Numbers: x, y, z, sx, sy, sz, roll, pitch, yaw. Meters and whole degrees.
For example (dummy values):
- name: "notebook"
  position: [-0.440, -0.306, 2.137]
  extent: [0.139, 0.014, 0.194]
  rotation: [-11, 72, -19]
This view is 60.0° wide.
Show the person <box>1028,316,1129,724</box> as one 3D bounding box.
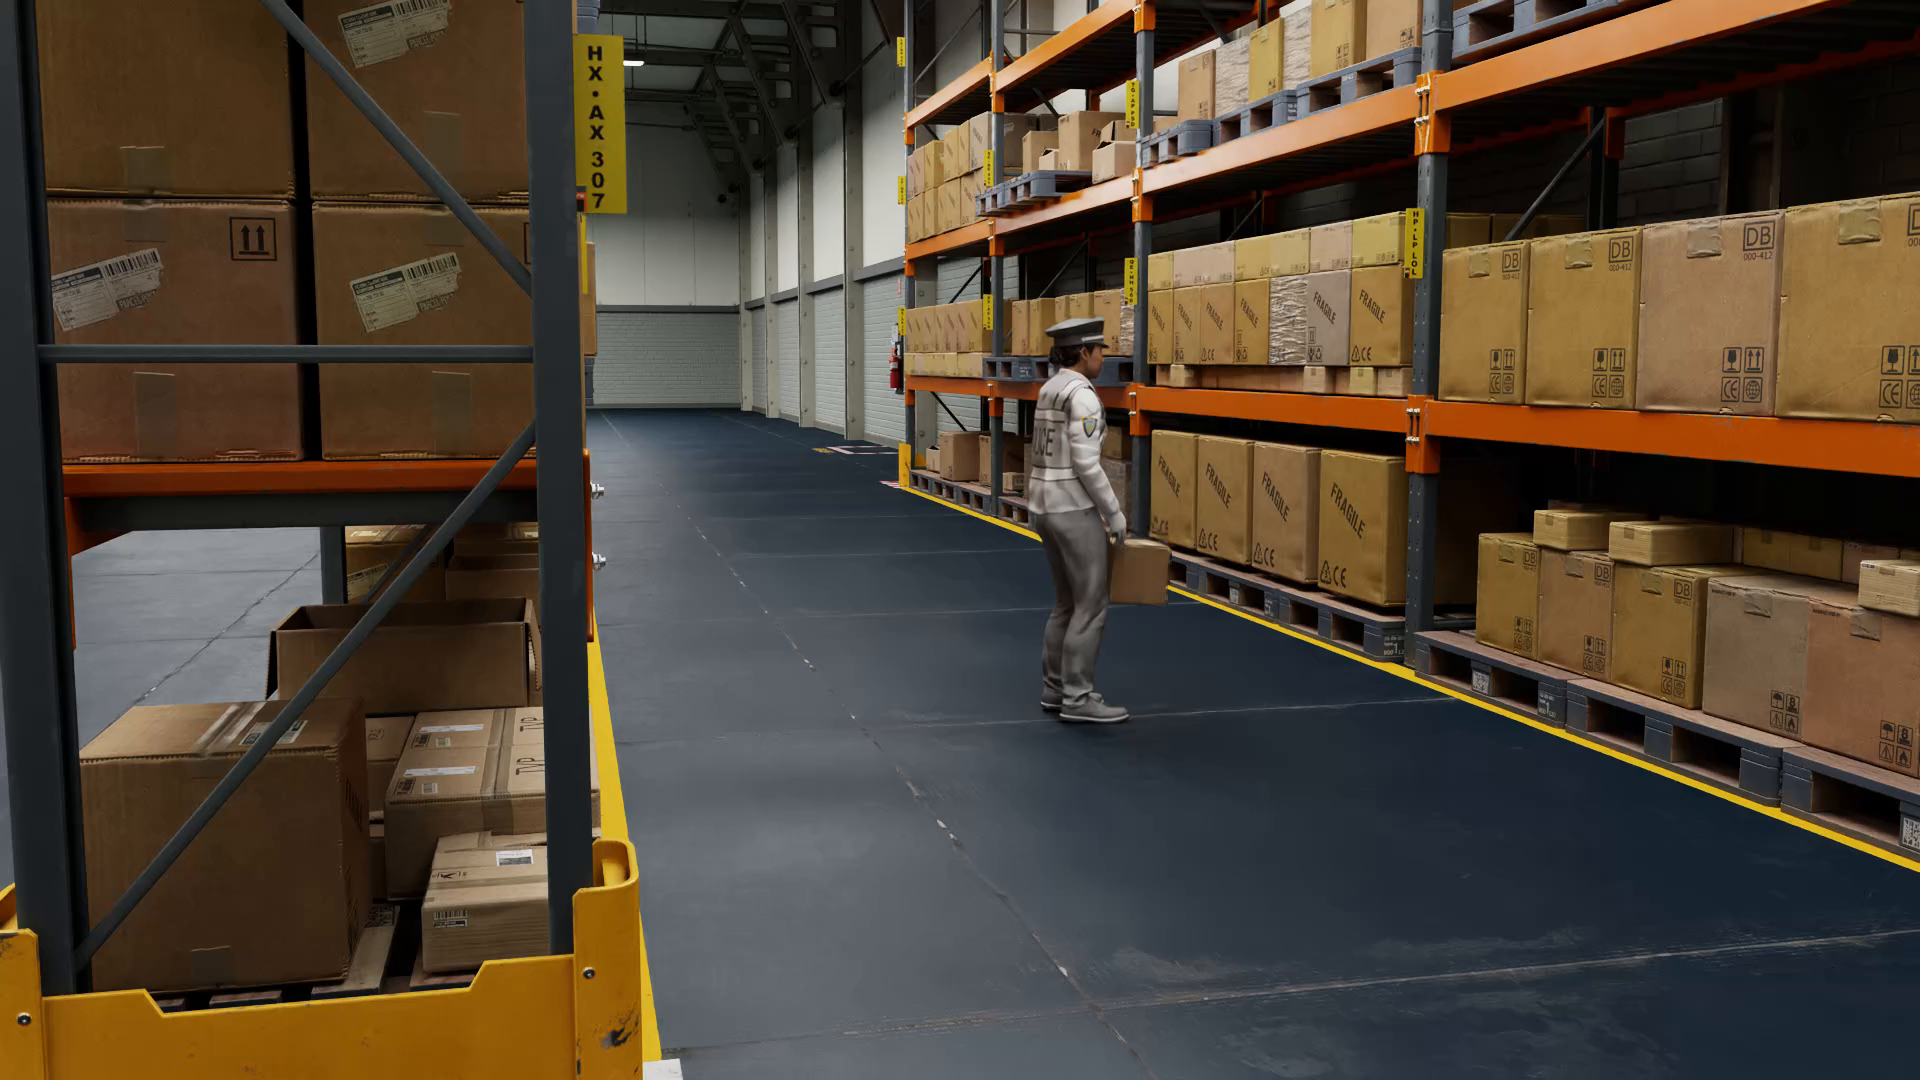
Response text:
- name: "person"
  position: [0.479, -0.095, 6.974]
  extent: [0.360, 1.677, 0.505]
  rotation: [-2, 6, -15]
